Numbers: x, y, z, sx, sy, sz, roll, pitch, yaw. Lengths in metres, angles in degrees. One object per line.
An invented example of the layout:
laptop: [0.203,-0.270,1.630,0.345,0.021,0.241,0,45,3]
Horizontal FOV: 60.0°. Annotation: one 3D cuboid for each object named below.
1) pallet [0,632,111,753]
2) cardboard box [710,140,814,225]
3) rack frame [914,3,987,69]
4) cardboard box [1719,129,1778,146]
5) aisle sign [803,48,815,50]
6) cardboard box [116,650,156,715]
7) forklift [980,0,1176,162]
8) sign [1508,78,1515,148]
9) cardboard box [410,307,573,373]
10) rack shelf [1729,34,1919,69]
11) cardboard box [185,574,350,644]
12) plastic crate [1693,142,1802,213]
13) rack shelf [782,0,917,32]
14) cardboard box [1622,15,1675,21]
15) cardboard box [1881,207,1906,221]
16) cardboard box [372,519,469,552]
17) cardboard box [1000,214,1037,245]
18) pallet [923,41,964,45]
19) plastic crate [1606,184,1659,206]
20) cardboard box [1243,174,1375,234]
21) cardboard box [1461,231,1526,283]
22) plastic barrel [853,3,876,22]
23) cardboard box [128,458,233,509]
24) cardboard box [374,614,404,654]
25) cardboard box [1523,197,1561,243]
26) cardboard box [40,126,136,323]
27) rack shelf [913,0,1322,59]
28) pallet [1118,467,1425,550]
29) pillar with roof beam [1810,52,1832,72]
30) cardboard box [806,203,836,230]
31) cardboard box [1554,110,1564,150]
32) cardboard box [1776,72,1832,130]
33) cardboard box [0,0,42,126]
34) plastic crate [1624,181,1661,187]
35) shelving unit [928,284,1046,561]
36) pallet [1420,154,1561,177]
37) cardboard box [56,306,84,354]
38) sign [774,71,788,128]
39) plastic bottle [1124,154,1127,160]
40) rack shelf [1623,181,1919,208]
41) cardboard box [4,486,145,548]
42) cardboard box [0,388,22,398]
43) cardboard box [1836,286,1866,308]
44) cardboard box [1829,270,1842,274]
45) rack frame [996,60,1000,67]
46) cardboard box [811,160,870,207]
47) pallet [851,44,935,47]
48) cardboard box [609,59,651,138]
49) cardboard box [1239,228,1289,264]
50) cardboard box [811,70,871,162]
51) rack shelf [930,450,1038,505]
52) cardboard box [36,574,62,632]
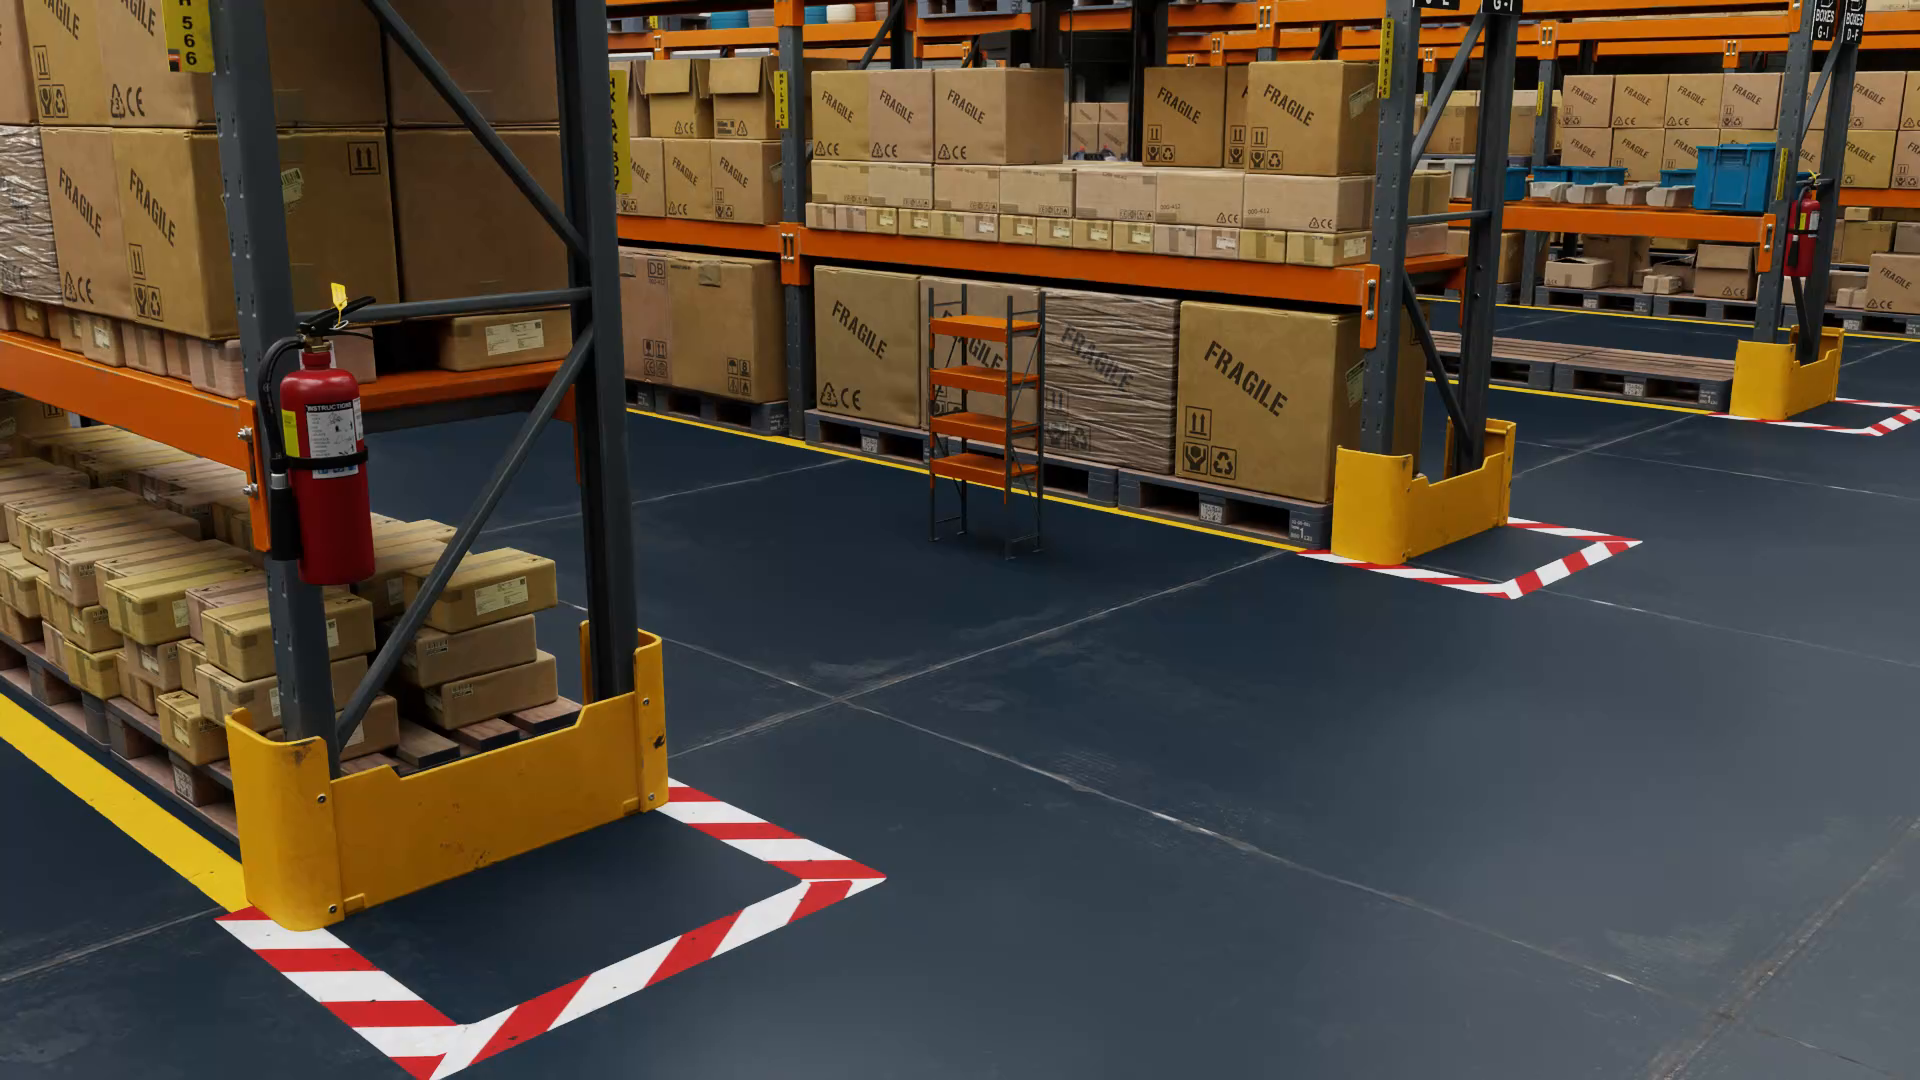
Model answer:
pallet: [-2.804,0.388,6.025,1.213,0.211,1.003,14,20,42]
cardboard box: [-1.205,-2.249,10.418,0.500,0.500,0.500,14,20,42]
rack frame: [-0.120,-3.768,16.444,0.127,3.000,1.000,14,20,42]
cardboard box: [7.474,-3.610,15.640,0.500,0.500,0.500,13,20,41]
aisle sign: [-2.282,-7.389,25.186,0.004,0.787,0.394,14,20,42]
cardboard box: [-2.411,0.407,5.244,0.250,0.149,0.380,14,20,43]
forklift: [0.774,-2.492,11.684,1.130,2.935,3.031,-4,15,-15]
sign: [2.590,-2.026,7.883,0.005,0.325,0.100,14,20,42]
cardboard box: [-1.320,-0.581,4.710,0.250,0.149,0.380,13,20,42]
rack shelf: [11.076,-5.619,19.027,4.000,0.370,1.077,14,20,42]
cardboard box: [-2.013,0.201,4.852,0.380,0.149,0.250,-14,20,-43]
plastic crate: [5.268,-2.439,11.153,0.499,0.435,0.616,14,20,42]
rack shelf: [0.761,-2.922,8.676,4.000,0.370,1.077,14,20,42]
cardboard box: [6.736,-5.127,16.008,0.500,0.250,0.500,14,20,42]
cardboard box: [11.075,-3.858,19.629,0.250,0.149,0.380,13,20,41]
cardboard box: [-1.830,0.055,5.412,0.250,0.149,0.380,14,20,42]
cardboard box: [0.427,-1.663,8.862,0.250,0.149,0.380,13,19,41]
pallet: [-0.191,-6.920,22.766,1.213,0.211,1.003,14,20,42]
plastic crate: [4.728,-2.432,11.722,0.243,0.136,0.396,14,20,42]
cardboard box: [1.668,-1.577,7.742,0.500,0.250,0.500,13,20,41]
cardboard box: [5.646,-3.004,17.596,0.500,0.500,0.500,14,20,42]
plastic barrel: [-1.032,-5.725,17.153,0.708,0.830,0.600,14,20,42]
cardboard box: [-2.970,-0.213,6.441,0.250,0.149,0.380,12,19,40]
cardboard box: [-1.671,0.250,5.256,0.250,0.149,0.380,14,20,42]
cardboard box: [7.821,-4.422,22.385,0.750,0.750,0.750,14,20,42]
cardboard box: [-2.184,-0.901,4.655,0.500,0.500,0.500,13,20,41]
rack shelf: [1.320,-4.521,14.813,4.000,0.370,1.077,14,20,42]
pallet: [1.571,-0.245,8.454,1.213,0.211,1.003,14,20,42]
pillar with roof beam: [7.752,-7.022,17.035,0.400,9.000,9.100,14,20,42]
cardboard box: [-0.696,-1.935,9.908,0.250,0.149,0.380,14,20,42]
cardboard box: [8.036,-5.366,21.751,0.500,0.500,0.500,-14,20,-43]
cardboard box: [7.828,-4.005,15.171,0.500,0.500,0.500,-14,20,-43]
cardboard box: [-2.562,-1.475,4.874,0.500,0.500,0.500,-13,20,-41]
plastic crate: [5.028,-2.562,12.220,0.298,0.136,0.250,14,20,42]
shelving unit: [0.119,-0.552,7.670,0.503,1.200,0.258,14,20,42]
pallet: [5.701,-4.033,17.842,1.213,0.211,1.003,14,20,42]
cardboard box: [-2.458,-0.654,4.990,0.250,0.149,0.380,13,19,40]
sign: [-1.048,-2.591,9.786,0.005,0.325,0.100,14,20,42]
plastic bottle: [1.605,-3.459,15.358,0.185,0.351,0.144,14,20,42]
rack shelf: [7.640,-3.268,15.952,4.000,0.370,1.077,14,20,42]
cardboard box: [-3.133,-0.072,5.901,0.250,0.149,0.380,13,19,40]
cardboard box: [-4.543,-0.820,7.767,0.500,0.250,0.500,13,19,40]
cardboard box: [8.288,-2.246,15.348,0.250,0.166,0.380,14,20,42]
cardboard box: [8.165,-2.470,16.044,0.500,0.250,0.500,14,20,42]
rack frame: [0.997,-6.966,28.718,0.127,3.000,1.000,14,20,42]
cardboard box: [-0.522,-2.110,9.790,0.500,0.250,0.500,13,20,41]
pallet: [-1.065,-7.133,23.586,1.213,0.211,1.003,14,20,42]
cardboard box: [-2.088,-3.041,11.466,0.797,0.503,0.637,-14,20,-42]
cardboard box: [1.528,-1.395,7.835,0.250,0.149,0.380,14,20,43]
cardboard box: [-0.511,-2.473,9.694,0.500,0.500,0.500,14,20,42]
rack shelf: [0.119,-0.294,7.737,0.480,0.148,0.258,14,20,42]
cardboard box: [-2.821,0.179,5.529,0.380,0.149,0.250,-13,20,-41]
